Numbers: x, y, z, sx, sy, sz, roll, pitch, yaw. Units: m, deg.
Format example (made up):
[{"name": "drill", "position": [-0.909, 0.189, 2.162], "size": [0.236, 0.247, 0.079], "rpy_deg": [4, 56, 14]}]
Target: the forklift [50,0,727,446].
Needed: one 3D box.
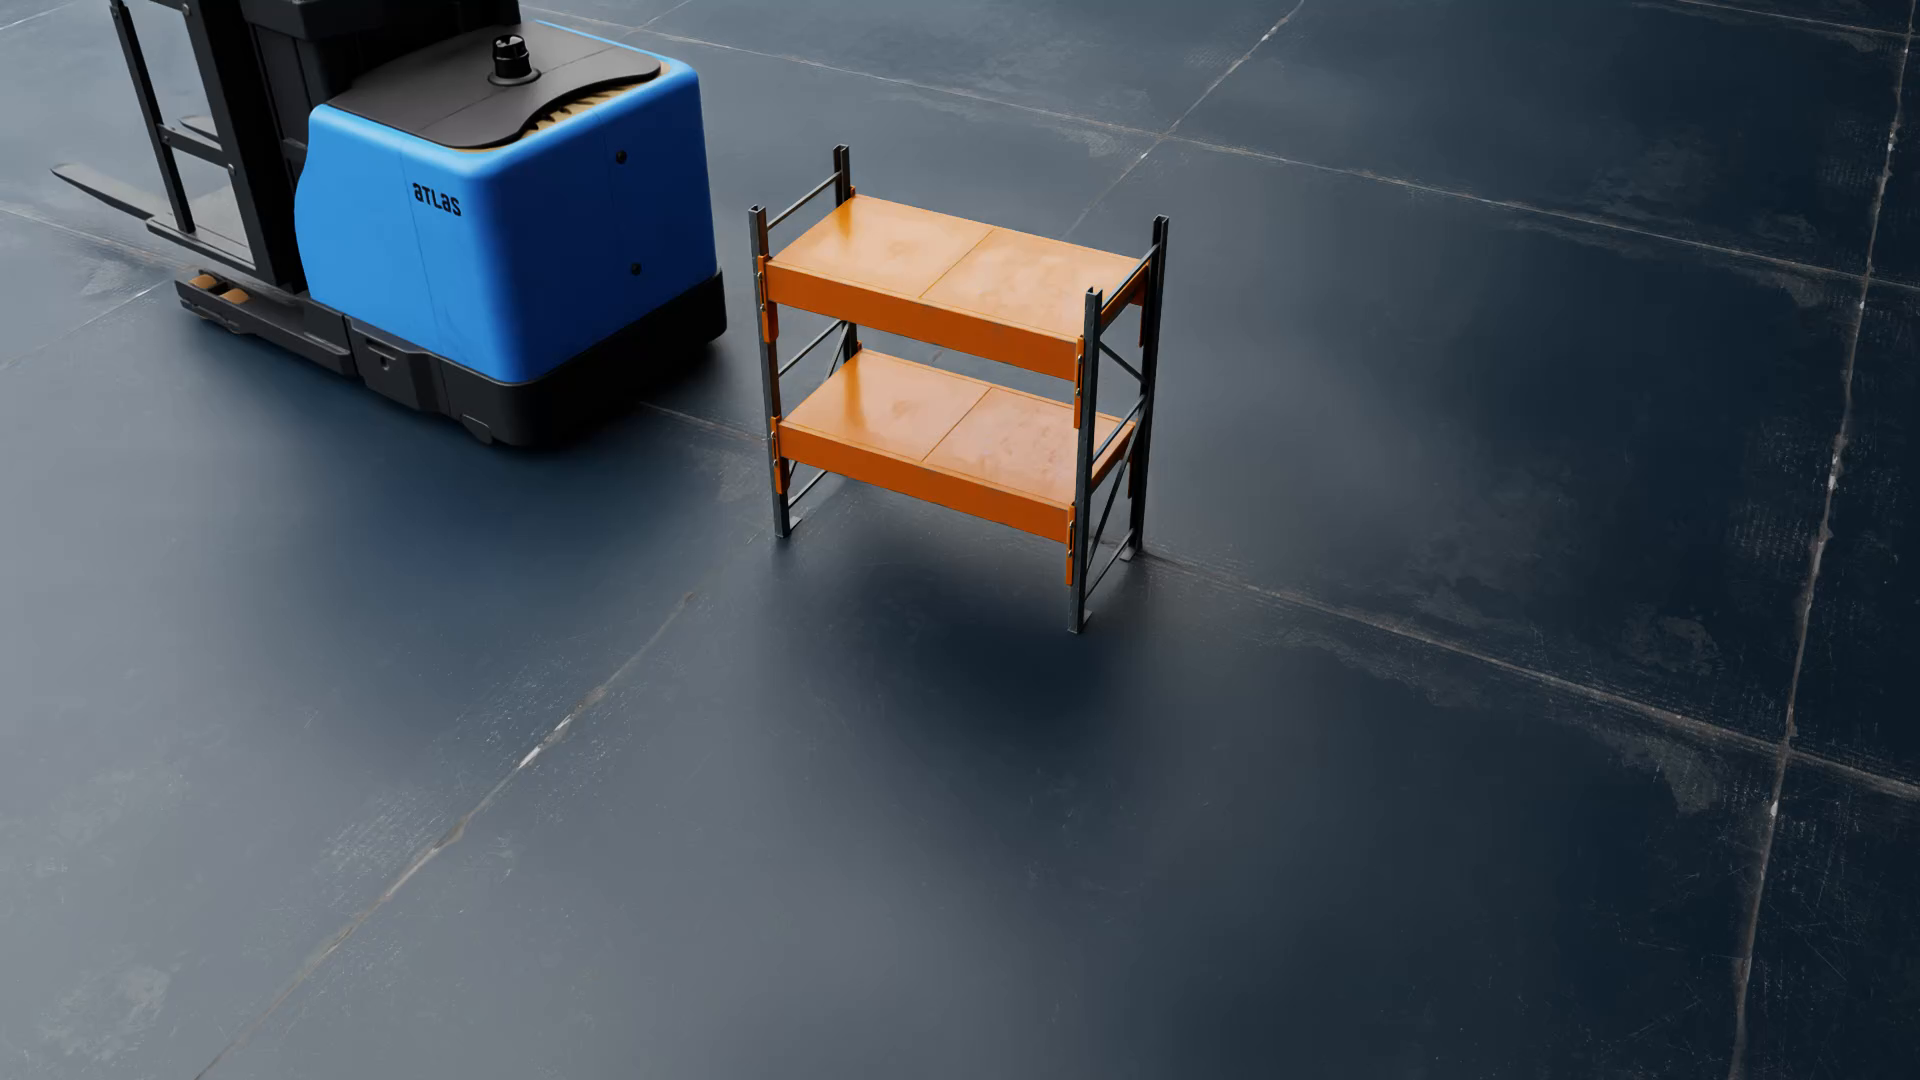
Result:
[{"name": "forklift", "position": [-2.363, -2.181, 5.699], "size": [3.031, 2.935, 1.130], "rpy_deg": [23, 43, 27]}]

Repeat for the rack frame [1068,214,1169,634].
[{"name": "rack frame", "position": [0.445, -0.309, 4.726], "size": [0.032, 1.125, 0.500], "rpy_deg": [17, 41, 21]}]

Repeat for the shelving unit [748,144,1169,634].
[{"name": "shelving unit", "position": [-0.006, -0.450, 4.912], "size": [1.048, 1.125, 0.538], "rpy_deg": [17, 41, 21]}]

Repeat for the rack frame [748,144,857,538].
[{"name": "rack frame", "position": [-0.457, -0.591, 5.099], "size": [0.032, 1.125, 0.500], "rpy_deg": [17, 41, 21]}]

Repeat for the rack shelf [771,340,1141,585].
[{"name": "rack shelf", "position": [-0.006, -0.255, 5.060], "size": [1.000, 0.278, 0.538], "rpy_deg": [17, 41, 21]}]

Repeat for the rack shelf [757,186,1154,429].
[{"name": "rack shelf", "position": [-0.006, -0.683, 4.735], "size": [1.000, 0.278, 0.538], "rpy_deg": [17, 41, 21]}]
